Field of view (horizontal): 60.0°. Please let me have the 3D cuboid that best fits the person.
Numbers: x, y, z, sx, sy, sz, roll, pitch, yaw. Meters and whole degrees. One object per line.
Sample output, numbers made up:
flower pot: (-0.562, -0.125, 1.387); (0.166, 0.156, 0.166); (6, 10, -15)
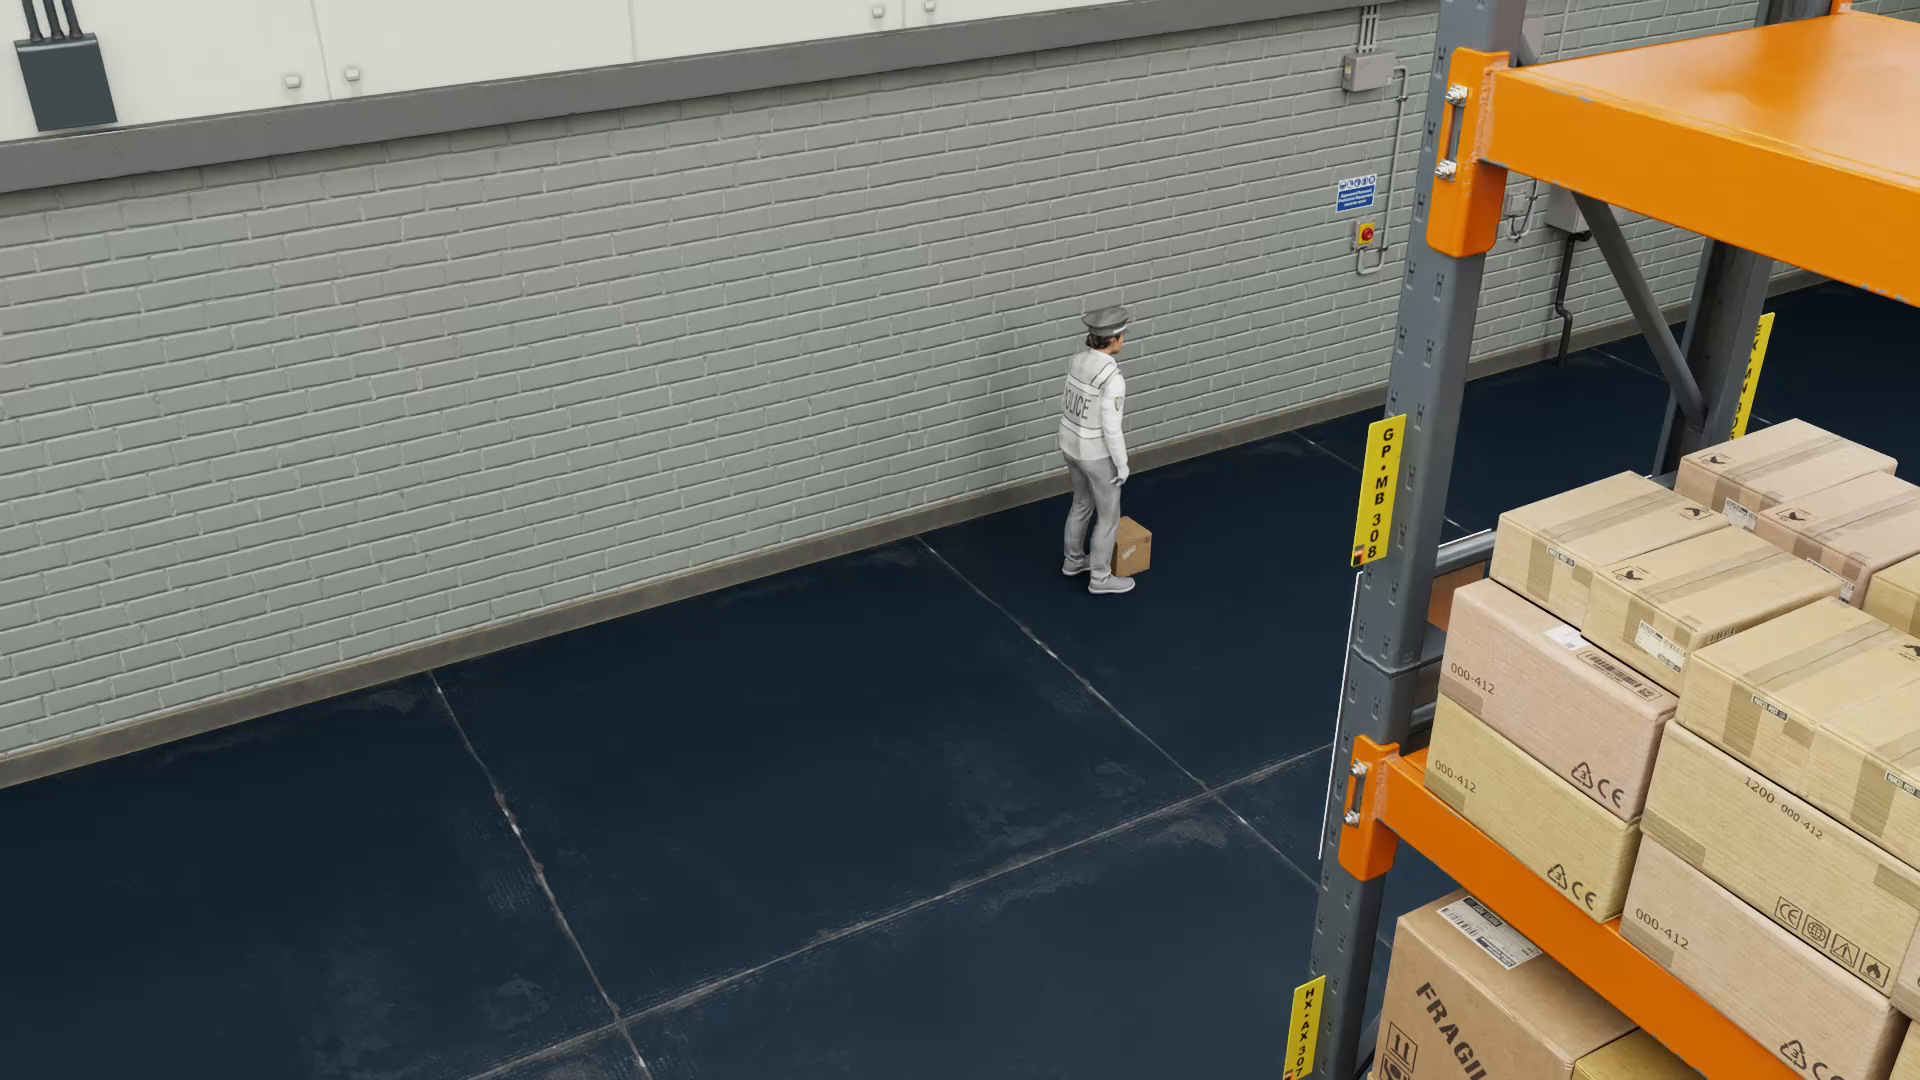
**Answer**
person: (0.767, -0.502, 9.450); (0.372, 1.663, 0.530); (-16, 33, -26)
